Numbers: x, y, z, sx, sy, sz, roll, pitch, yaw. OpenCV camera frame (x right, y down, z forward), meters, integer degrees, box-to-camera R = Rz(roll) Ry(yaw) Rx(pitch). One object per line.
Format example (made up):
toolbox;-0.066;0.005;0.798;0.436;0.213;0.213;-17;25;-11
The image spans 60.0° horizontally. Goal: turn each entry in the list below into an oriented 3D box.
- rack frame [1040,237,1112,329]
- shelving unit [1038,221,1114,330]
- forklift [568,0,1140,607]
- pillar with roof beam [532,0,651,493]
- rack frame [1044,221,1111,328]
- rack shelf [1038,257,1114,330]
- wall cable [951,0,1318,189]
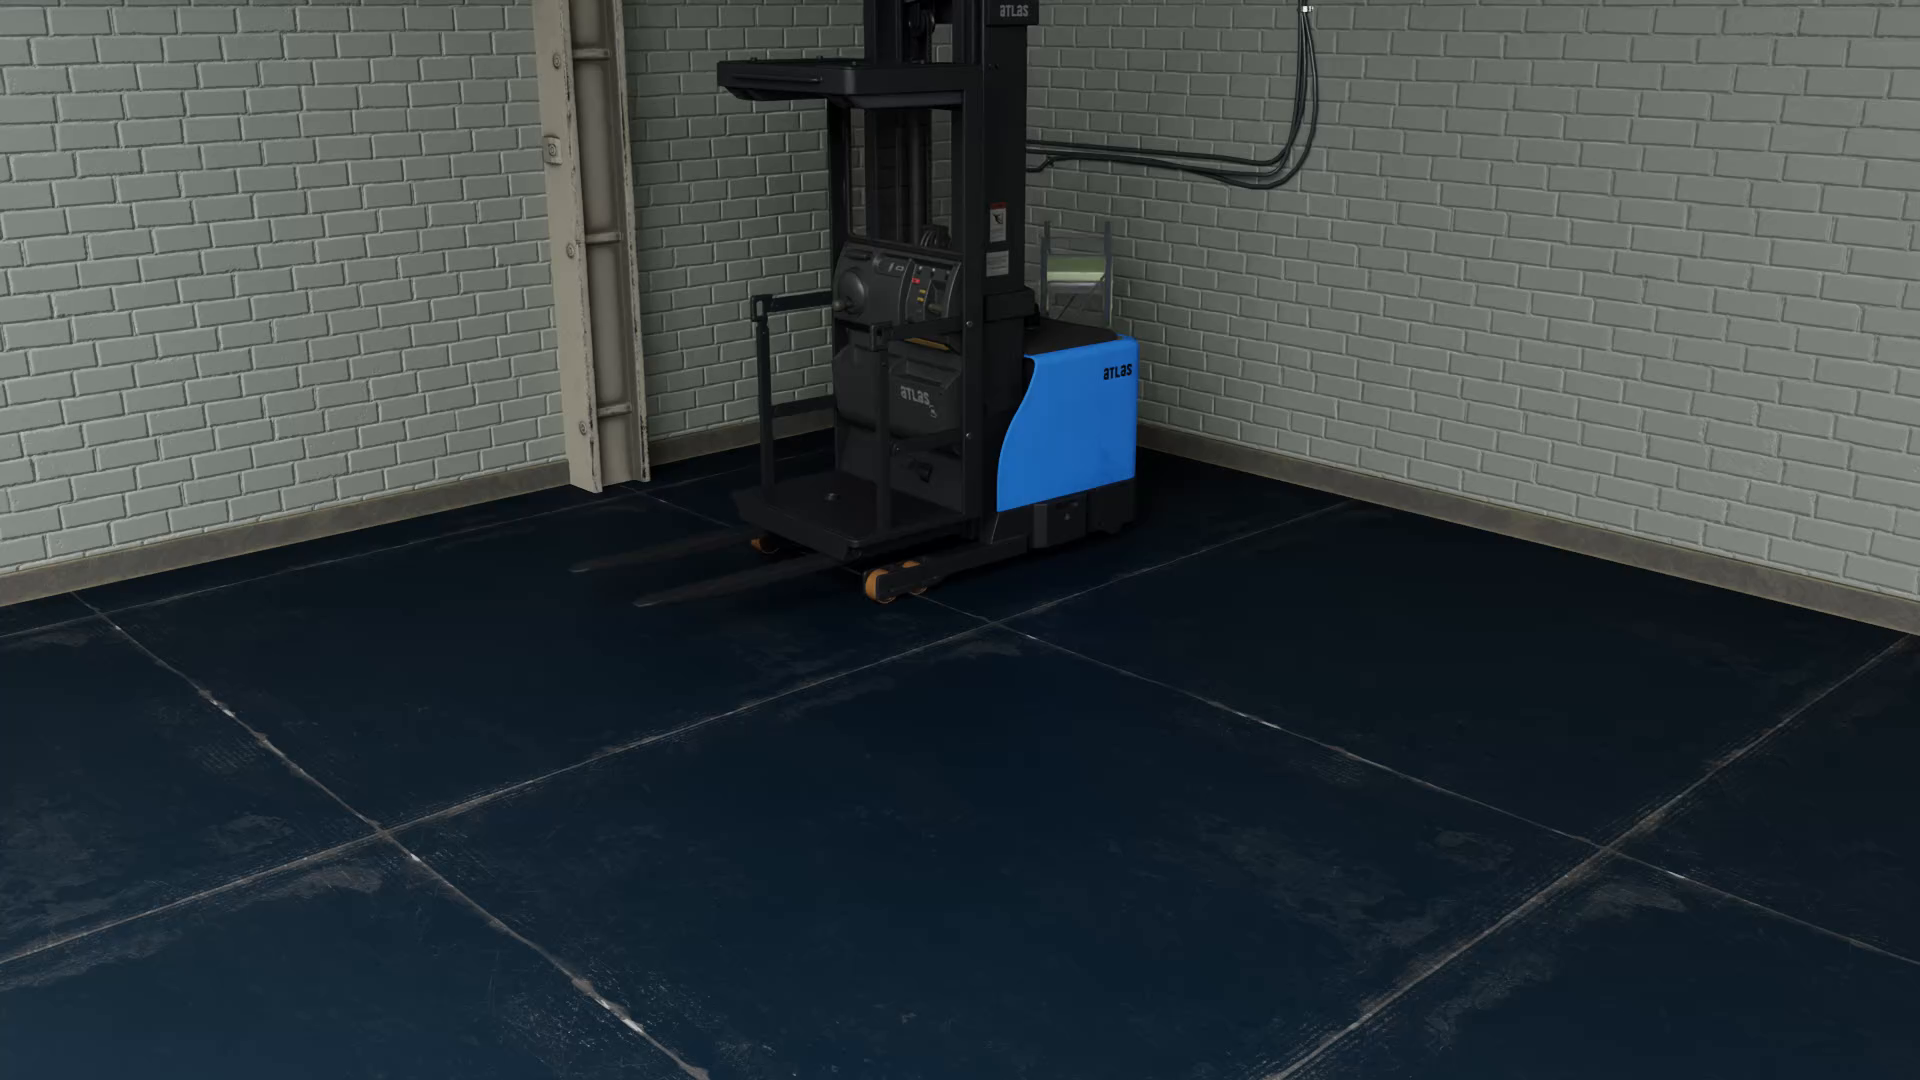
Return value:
rack frame;0.660;-0.997;9.627;0.400;1.500;0.023;1;18;4
shelving unit;0.687;-1.109;9.974;0.431;1.500;0.755;1;18;4
forklift;-0.480;-1.269;8.146;3.031;2.935;1.130;-15;23;-38
pillar with roof beam;0.835;-3.670;5.714;0.400;9.000;9.100;-16;24;-41
rack frame;0.714;-1.222;10.322;0.400;1.500;0.023;1;18;4
rack shelf;0.687;-1.481;9.854;0.431;0.370;0.720;1;18;4
wall cable;0.926;-3.486;10.180;0.112;2.526;3.097;-16;24;-41
